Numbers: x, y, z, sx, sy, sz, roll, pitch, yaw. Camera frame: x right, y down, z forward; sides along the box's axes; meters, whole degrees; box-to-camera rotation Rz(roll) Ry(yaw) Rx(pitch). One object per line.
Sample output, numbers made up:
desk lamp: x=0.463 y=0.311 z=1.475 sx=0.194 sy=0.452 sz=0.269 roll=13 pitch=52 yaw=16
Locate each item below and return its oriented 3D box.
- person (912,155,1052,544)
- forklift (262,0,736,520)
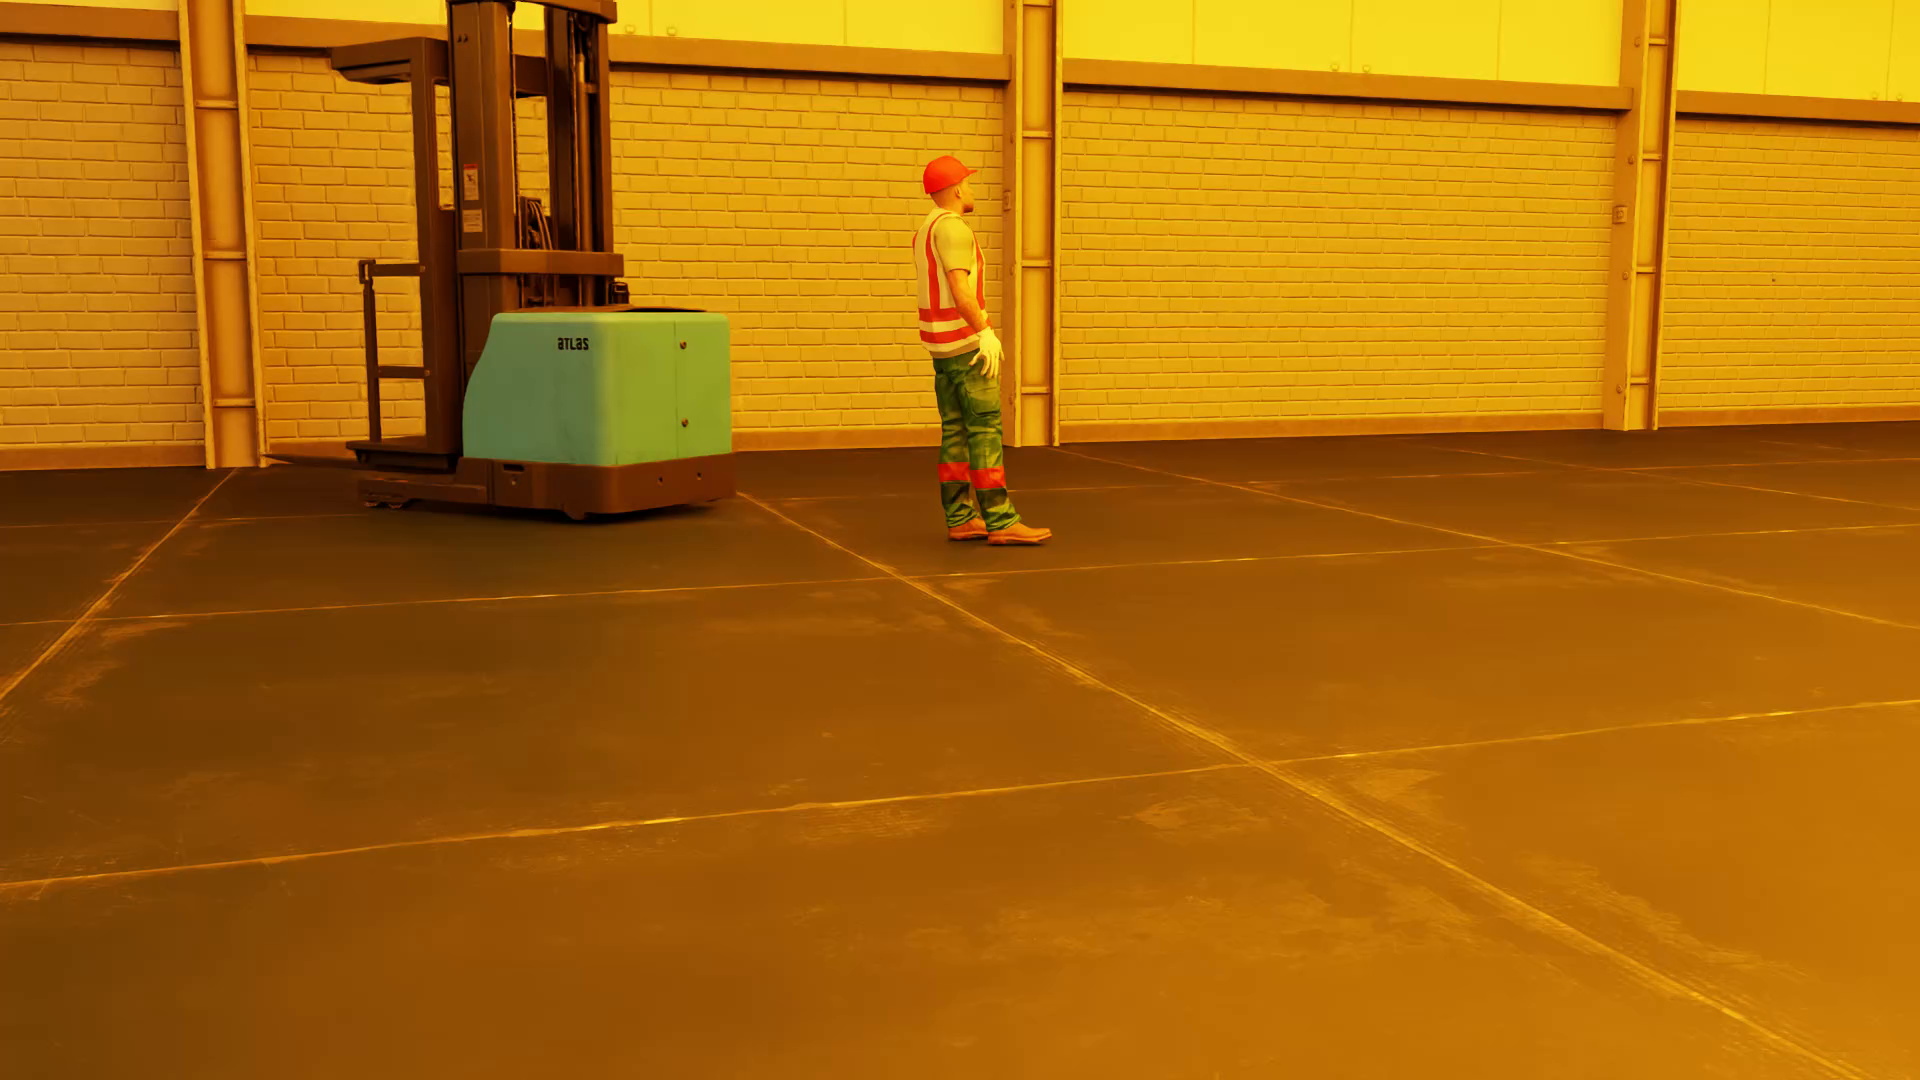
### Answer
person: x=0.080 y=-0.895 z=7.816 sx=0.564 sy=1.787 sz=0.638 roll=-3 pitch=8 yaw=-18
forklift: x=-2.759 y=-1.675 z=9.367 sx=3.031 sy=2.935 sz=1.130 roll=5 pitch=9 yaw=32
